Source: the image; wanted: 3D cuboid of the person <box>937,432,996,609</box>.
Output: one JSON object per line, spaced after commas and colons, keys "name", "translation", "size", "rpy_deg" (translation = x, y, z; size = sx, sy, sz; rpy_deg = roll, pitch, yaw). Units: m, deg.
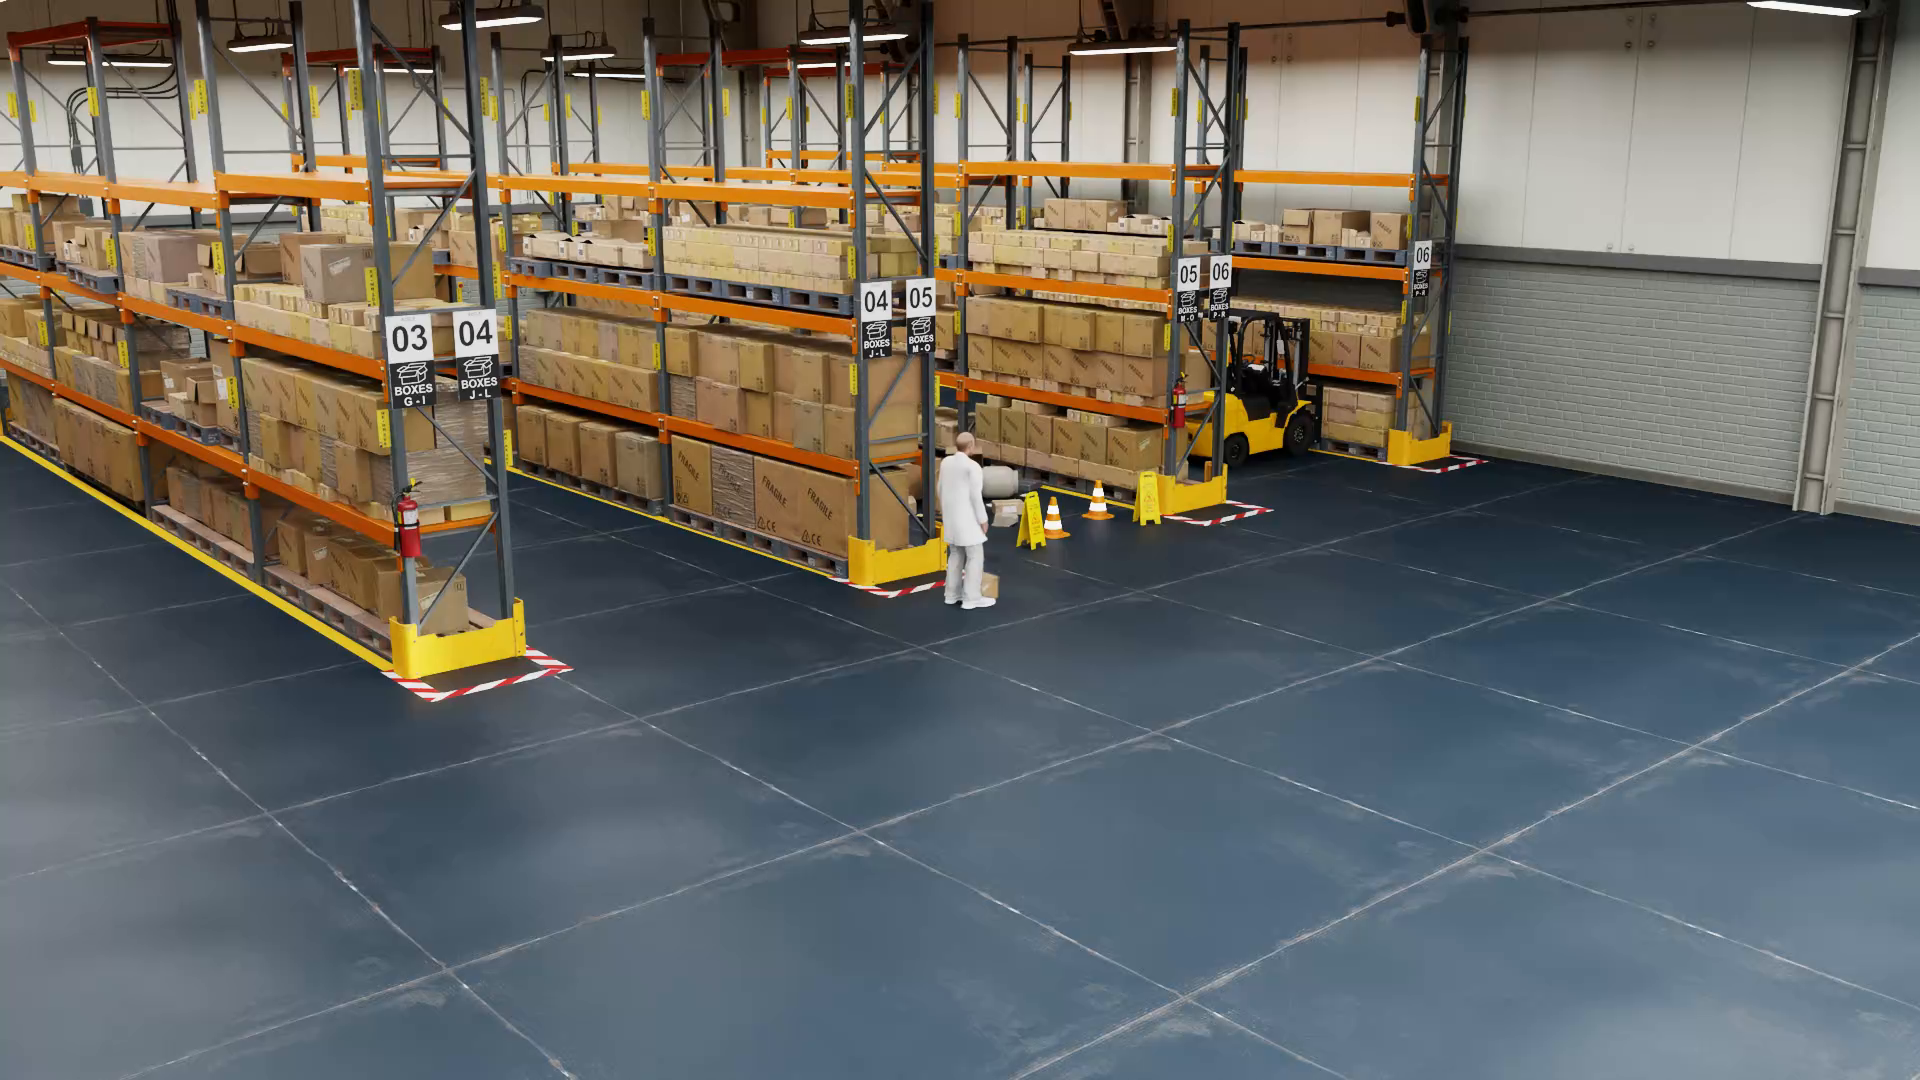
{"name": "person", "translation": [0.036, -0.210, 16.882], "size": [0.427, 1.773, 0.631], "rpy_deg": [-13, 19, -42]}
